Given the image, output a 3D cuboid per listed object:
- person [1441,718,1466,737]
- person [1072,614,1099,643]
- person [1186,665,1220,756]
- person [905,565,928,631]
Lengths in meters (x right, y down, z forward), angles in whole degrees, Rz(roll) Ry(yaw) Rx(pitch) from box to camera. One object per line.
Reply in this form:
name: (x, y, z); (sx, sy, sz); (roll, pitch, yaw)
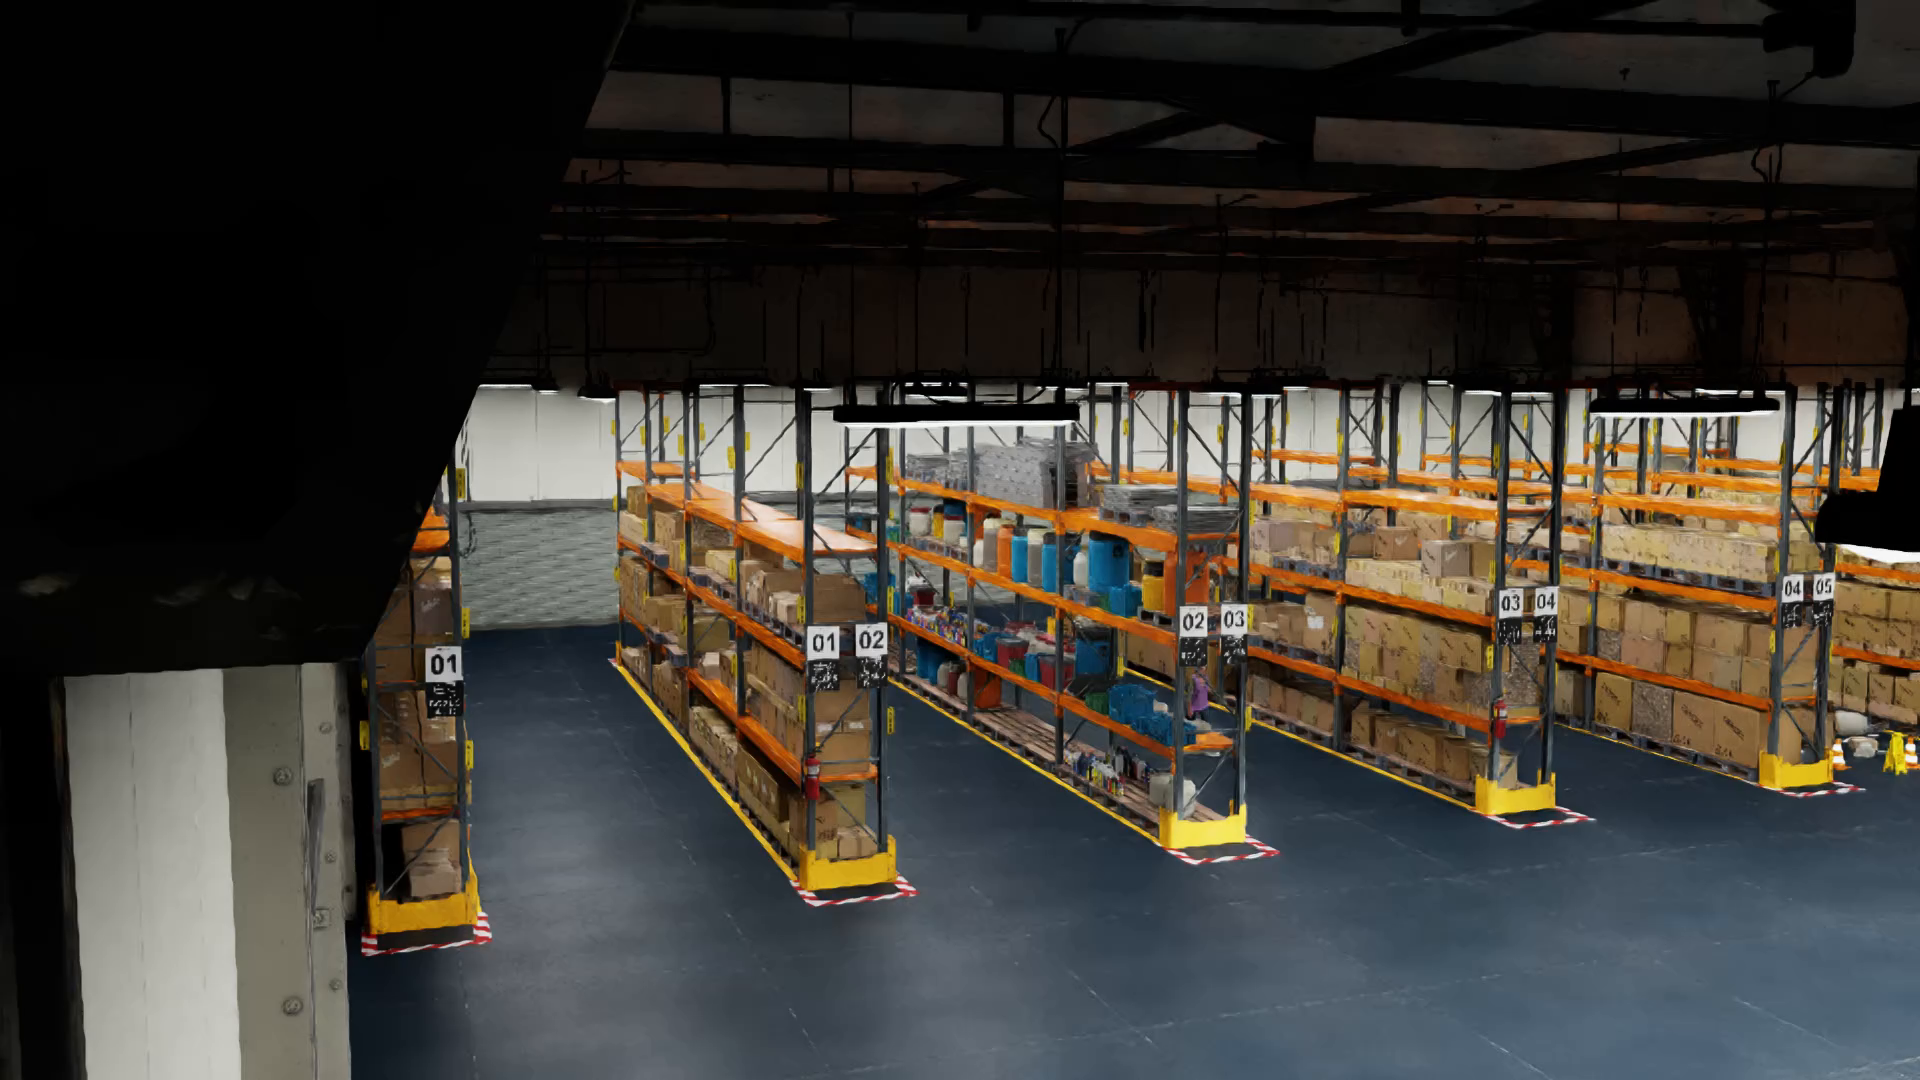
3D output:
person: (8.216, 2.590, 27.500); (0.530, 1.668, 0.449); (5, 8, 40)
person: (2.533, 1.998, 33.420); (0.592, 1.629, 0.532); (-2, 7, -22)
person: (3.872, 2.705, 27.056); (0.417, 1.517, 1.037); (-2, 6, -17)
person: (-1.025, 1.376, 39.316); (0.639, 1.628, 0.512); (-2, 7, -22)
